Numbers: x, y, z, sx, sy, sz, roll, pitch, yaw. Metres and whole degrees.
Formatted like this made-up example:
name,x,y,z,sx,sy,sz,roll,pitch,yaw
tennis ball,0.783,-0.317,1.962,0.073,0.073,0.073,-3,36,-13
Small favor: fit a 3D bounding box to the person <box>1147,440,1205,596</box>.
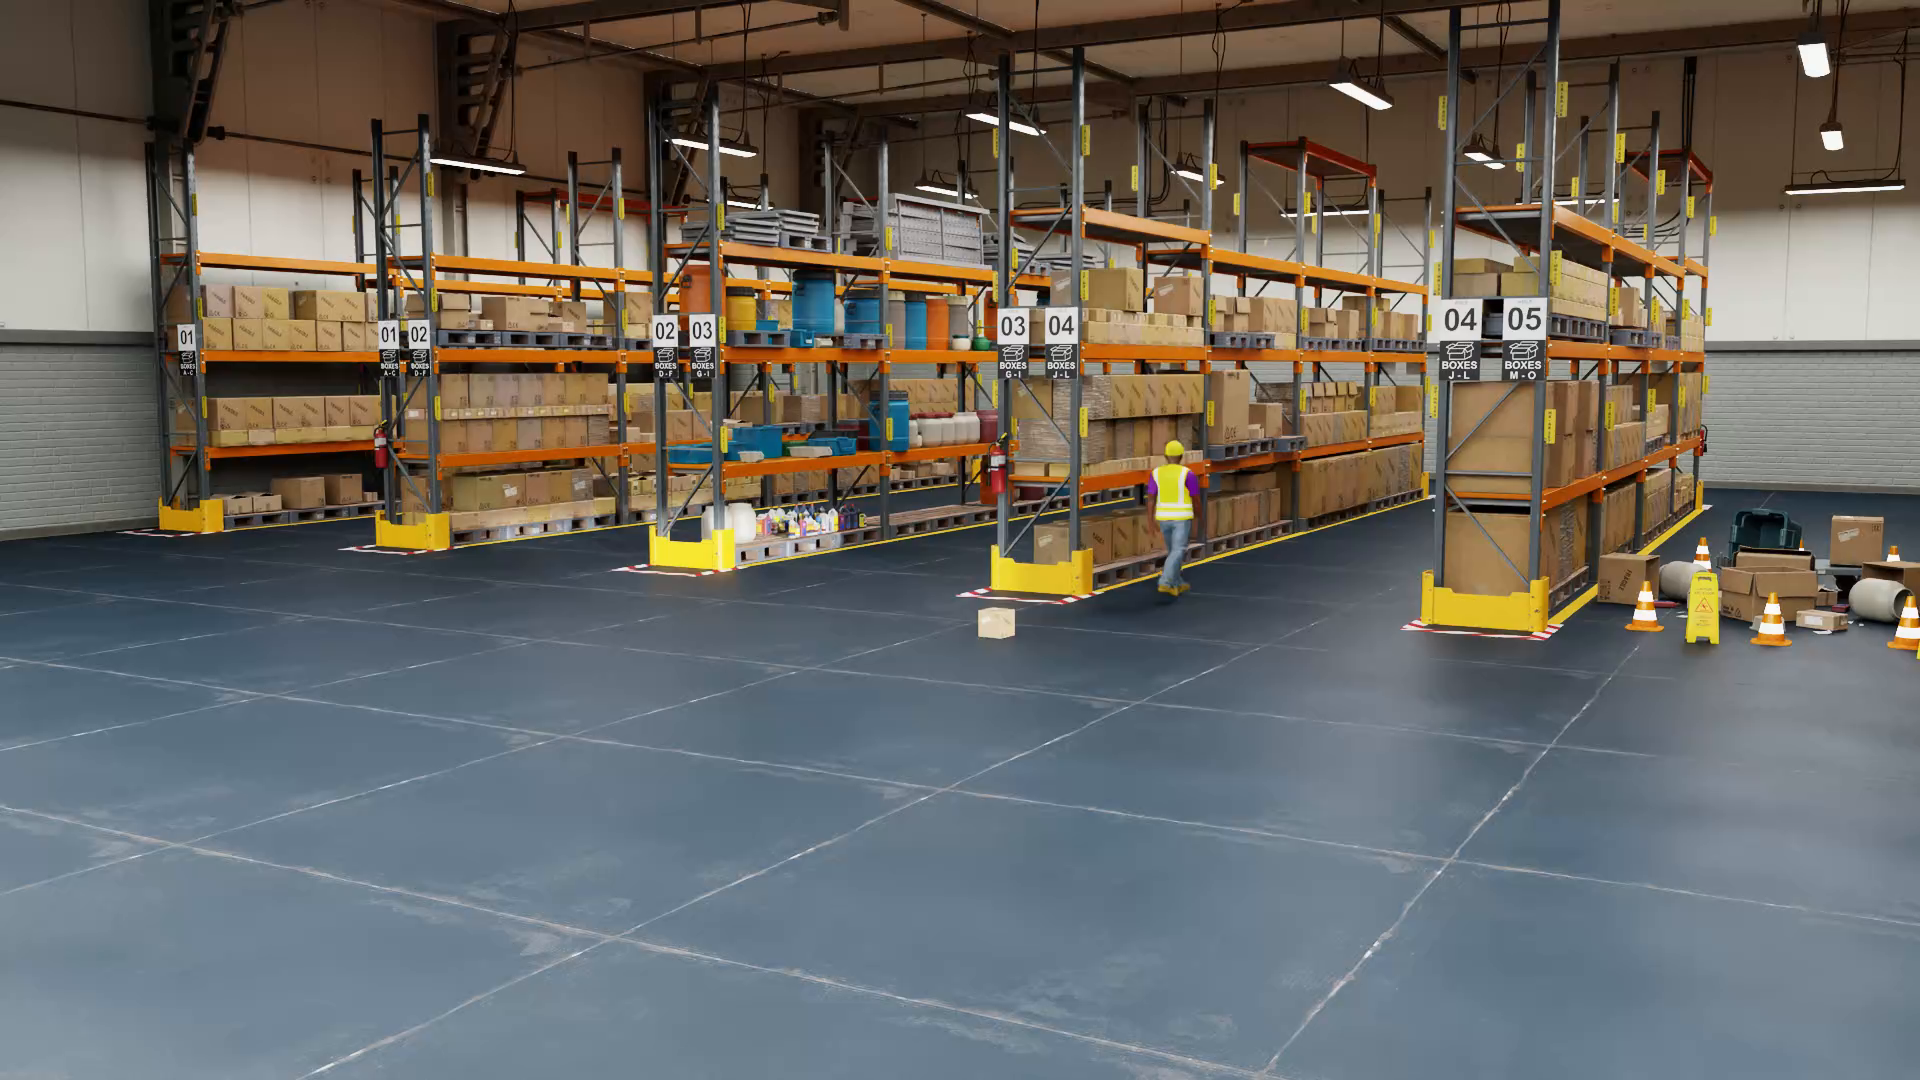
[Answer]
name,x,y,z,sx,sy,sz,roll,pitch,yaw
person,2.370,-0.232,18.262,0.552,1.727,1.039,4,7,36
